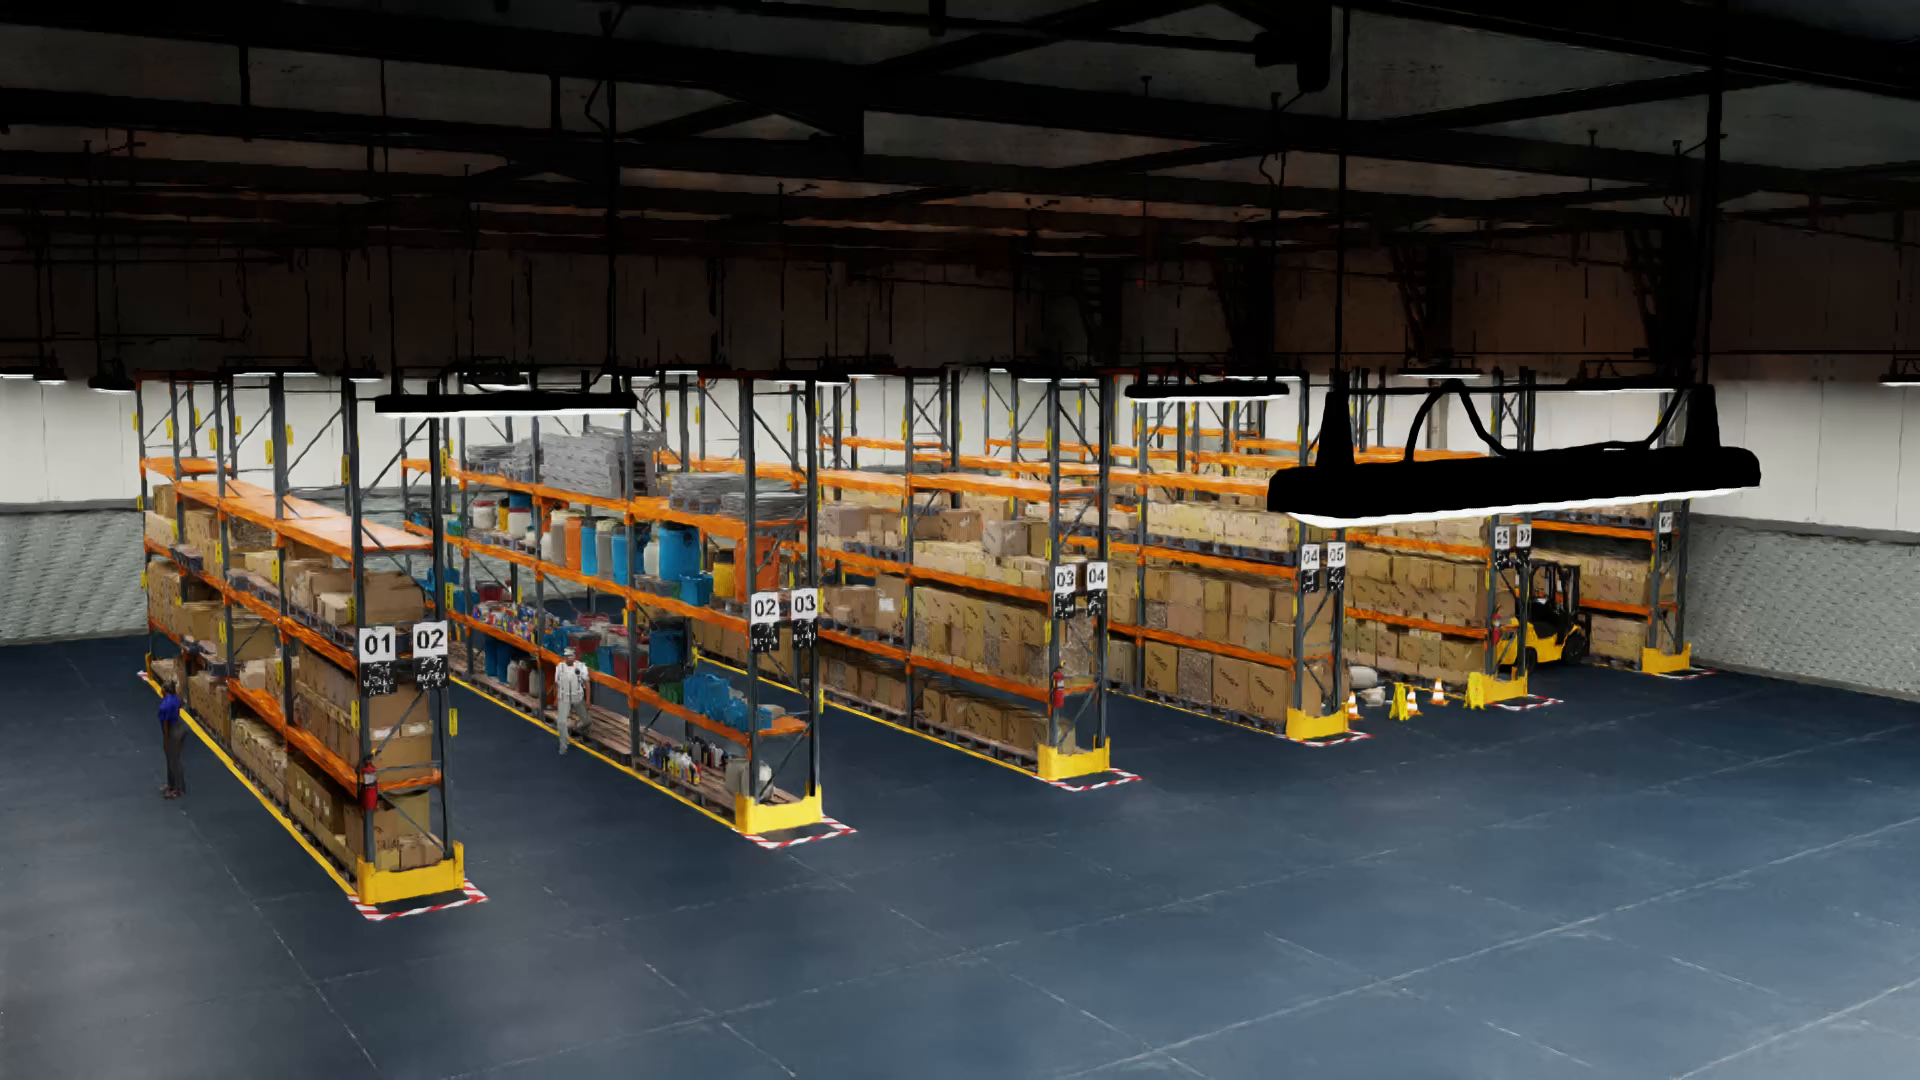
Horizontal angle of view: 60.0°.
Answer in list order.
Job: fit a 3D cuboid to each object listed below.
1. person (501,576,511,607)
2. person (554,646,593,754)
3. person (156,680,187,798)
[{"bbox_3d":[-9.120,1.610,33.846,0.436,1.785,0.707,-5,8,-35],"label":"person"},{"bbox_3d":[-6.170,2.499,26.468,0.586,1.704,0.985,-1,7,-11],"label":"person"},{"bbox_3d":[-11.311,2.819,23.778,0.462,1.662,0.498,0,6,-4],"label":"person"}]
